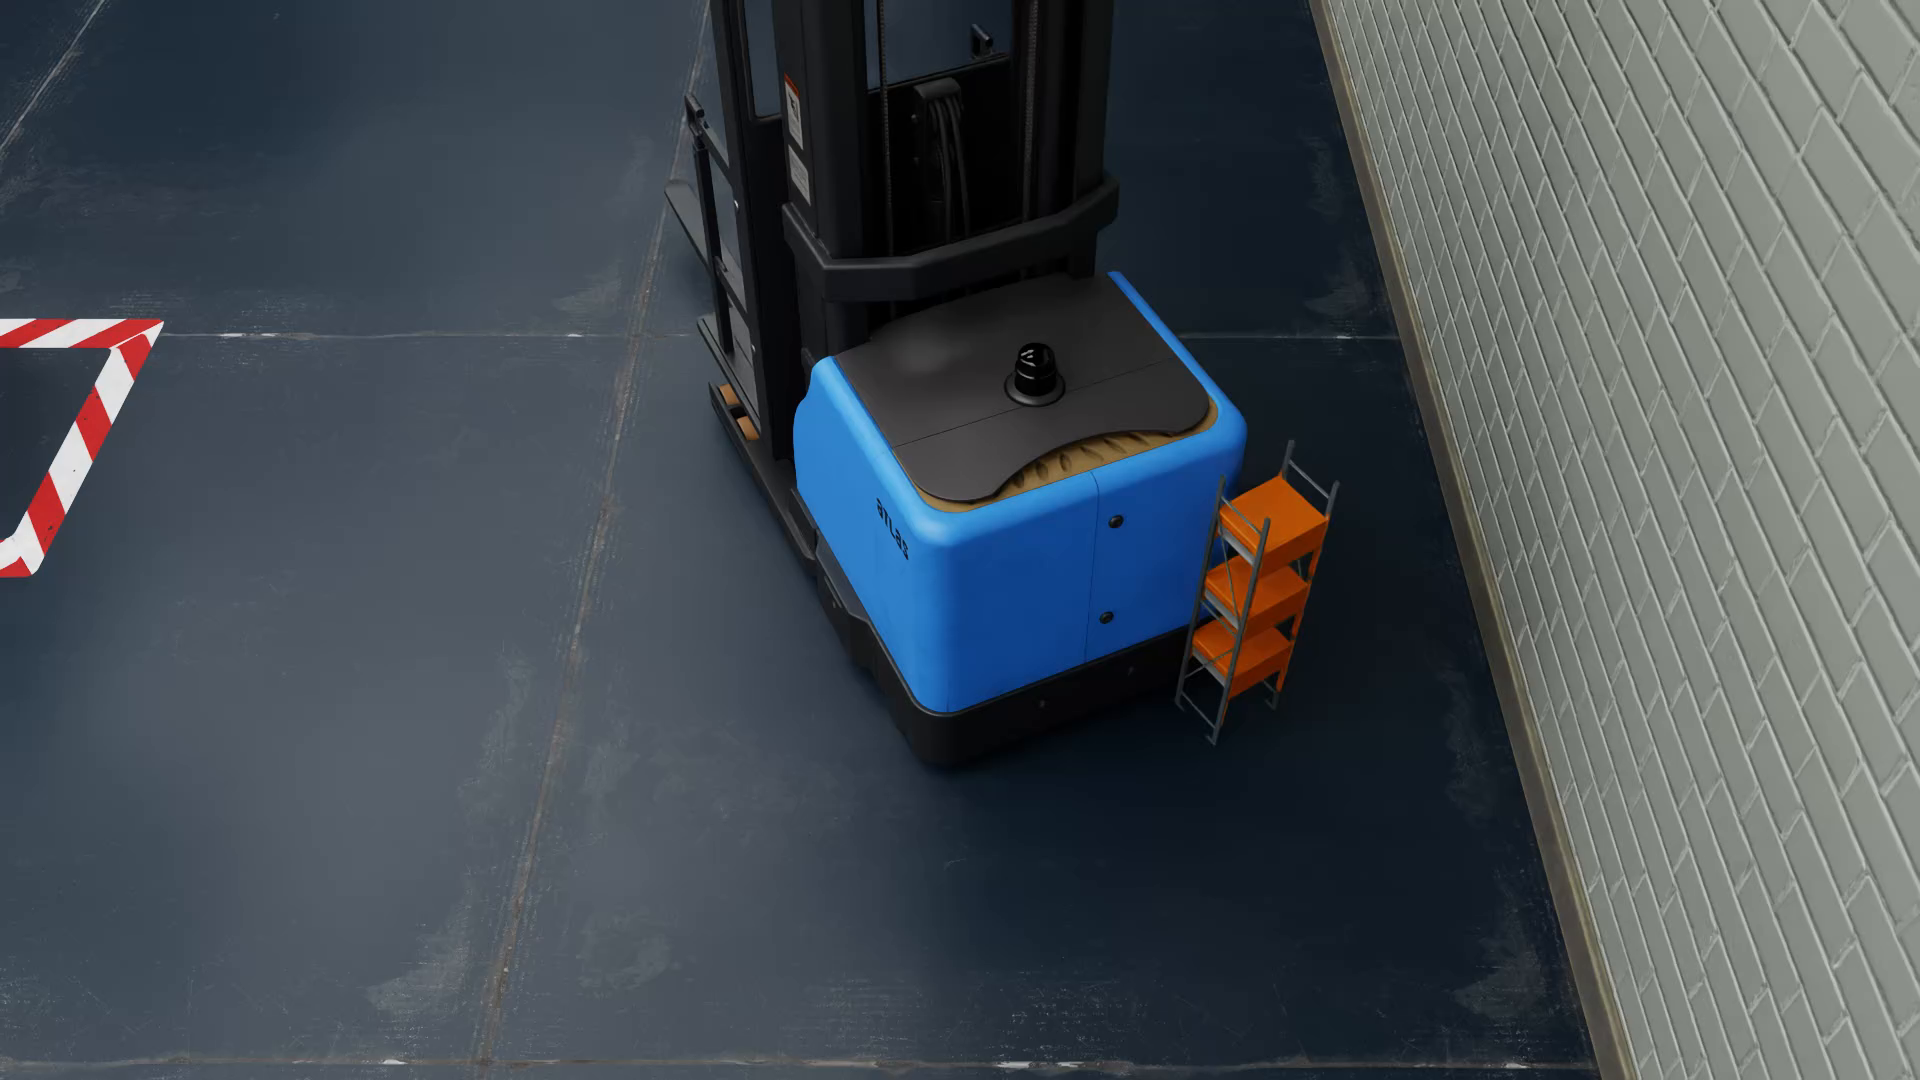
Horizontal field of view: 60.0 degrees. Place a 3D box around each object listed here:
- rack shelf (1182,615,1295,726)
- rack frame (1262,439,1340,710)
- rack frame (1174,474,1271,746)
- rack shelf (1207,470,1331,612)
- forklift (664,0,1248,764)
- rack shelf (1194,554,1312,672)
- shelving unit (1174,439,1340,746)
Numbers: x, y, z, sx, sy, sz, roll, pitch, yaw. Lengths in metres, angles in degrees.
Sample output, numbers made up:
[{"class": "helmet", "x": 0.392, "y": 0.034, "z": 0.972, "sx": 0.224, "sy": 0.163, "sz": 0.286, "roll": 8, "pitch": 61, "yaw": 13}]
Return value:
[{"class": "rack shelf", "x": 0.842, "y": 0.369, "z": 5.077, "sx": 0.240, "sy": 0.259, "sz": 0.215, "roll": -26, "pitch": 55, "yaw": -22}, {"class": "rack frame", "x": 0.950, "y": 0.130, "z": 4.904, "sx": 0.008, "sy": 1.050, "sz": 0.200, "roll": -26, "pitch": 55, "yaw": -22}, {"class": "rack frame", "x": 0.747, "y": 0.230, "z": 4.812, "sx": 0.008, "sy": 1.050, "sz": 0.200, "roll": -26, "pitch": 55, "yaw": -22}, {"class": "rack shelf", "x": 0.854, "y": 0.002, "z": 4.652, "sx": 0.240, "sy": 0.259, "sz": 0.215, "roll": -26, "pitch": 55, "yaw": -22}, {"class": "forklift", "x": -0.265, "y": -1.412, "z": 5.062, "sx": 1.130, "sy": 2.935, "sz": 3.031, "roll": -19, "pitch": 50, "yaw": -17}, {"class": "rack shelf", "x": 0.848, "y": 0.187, "z": 4.866, "sx": 0.240, "sy": 0.259, "sz": 0.215, "roll": -26, "pitch": 55, "yaw": -22}, {"class": "shelving unit", "x": 0.848, "y": 0.180, "z": 4.858, "sx": 0.252, "sy": 1.050, "sz": 0.215, "roll": -26, "pitch": 55, "yaw": -22}]
